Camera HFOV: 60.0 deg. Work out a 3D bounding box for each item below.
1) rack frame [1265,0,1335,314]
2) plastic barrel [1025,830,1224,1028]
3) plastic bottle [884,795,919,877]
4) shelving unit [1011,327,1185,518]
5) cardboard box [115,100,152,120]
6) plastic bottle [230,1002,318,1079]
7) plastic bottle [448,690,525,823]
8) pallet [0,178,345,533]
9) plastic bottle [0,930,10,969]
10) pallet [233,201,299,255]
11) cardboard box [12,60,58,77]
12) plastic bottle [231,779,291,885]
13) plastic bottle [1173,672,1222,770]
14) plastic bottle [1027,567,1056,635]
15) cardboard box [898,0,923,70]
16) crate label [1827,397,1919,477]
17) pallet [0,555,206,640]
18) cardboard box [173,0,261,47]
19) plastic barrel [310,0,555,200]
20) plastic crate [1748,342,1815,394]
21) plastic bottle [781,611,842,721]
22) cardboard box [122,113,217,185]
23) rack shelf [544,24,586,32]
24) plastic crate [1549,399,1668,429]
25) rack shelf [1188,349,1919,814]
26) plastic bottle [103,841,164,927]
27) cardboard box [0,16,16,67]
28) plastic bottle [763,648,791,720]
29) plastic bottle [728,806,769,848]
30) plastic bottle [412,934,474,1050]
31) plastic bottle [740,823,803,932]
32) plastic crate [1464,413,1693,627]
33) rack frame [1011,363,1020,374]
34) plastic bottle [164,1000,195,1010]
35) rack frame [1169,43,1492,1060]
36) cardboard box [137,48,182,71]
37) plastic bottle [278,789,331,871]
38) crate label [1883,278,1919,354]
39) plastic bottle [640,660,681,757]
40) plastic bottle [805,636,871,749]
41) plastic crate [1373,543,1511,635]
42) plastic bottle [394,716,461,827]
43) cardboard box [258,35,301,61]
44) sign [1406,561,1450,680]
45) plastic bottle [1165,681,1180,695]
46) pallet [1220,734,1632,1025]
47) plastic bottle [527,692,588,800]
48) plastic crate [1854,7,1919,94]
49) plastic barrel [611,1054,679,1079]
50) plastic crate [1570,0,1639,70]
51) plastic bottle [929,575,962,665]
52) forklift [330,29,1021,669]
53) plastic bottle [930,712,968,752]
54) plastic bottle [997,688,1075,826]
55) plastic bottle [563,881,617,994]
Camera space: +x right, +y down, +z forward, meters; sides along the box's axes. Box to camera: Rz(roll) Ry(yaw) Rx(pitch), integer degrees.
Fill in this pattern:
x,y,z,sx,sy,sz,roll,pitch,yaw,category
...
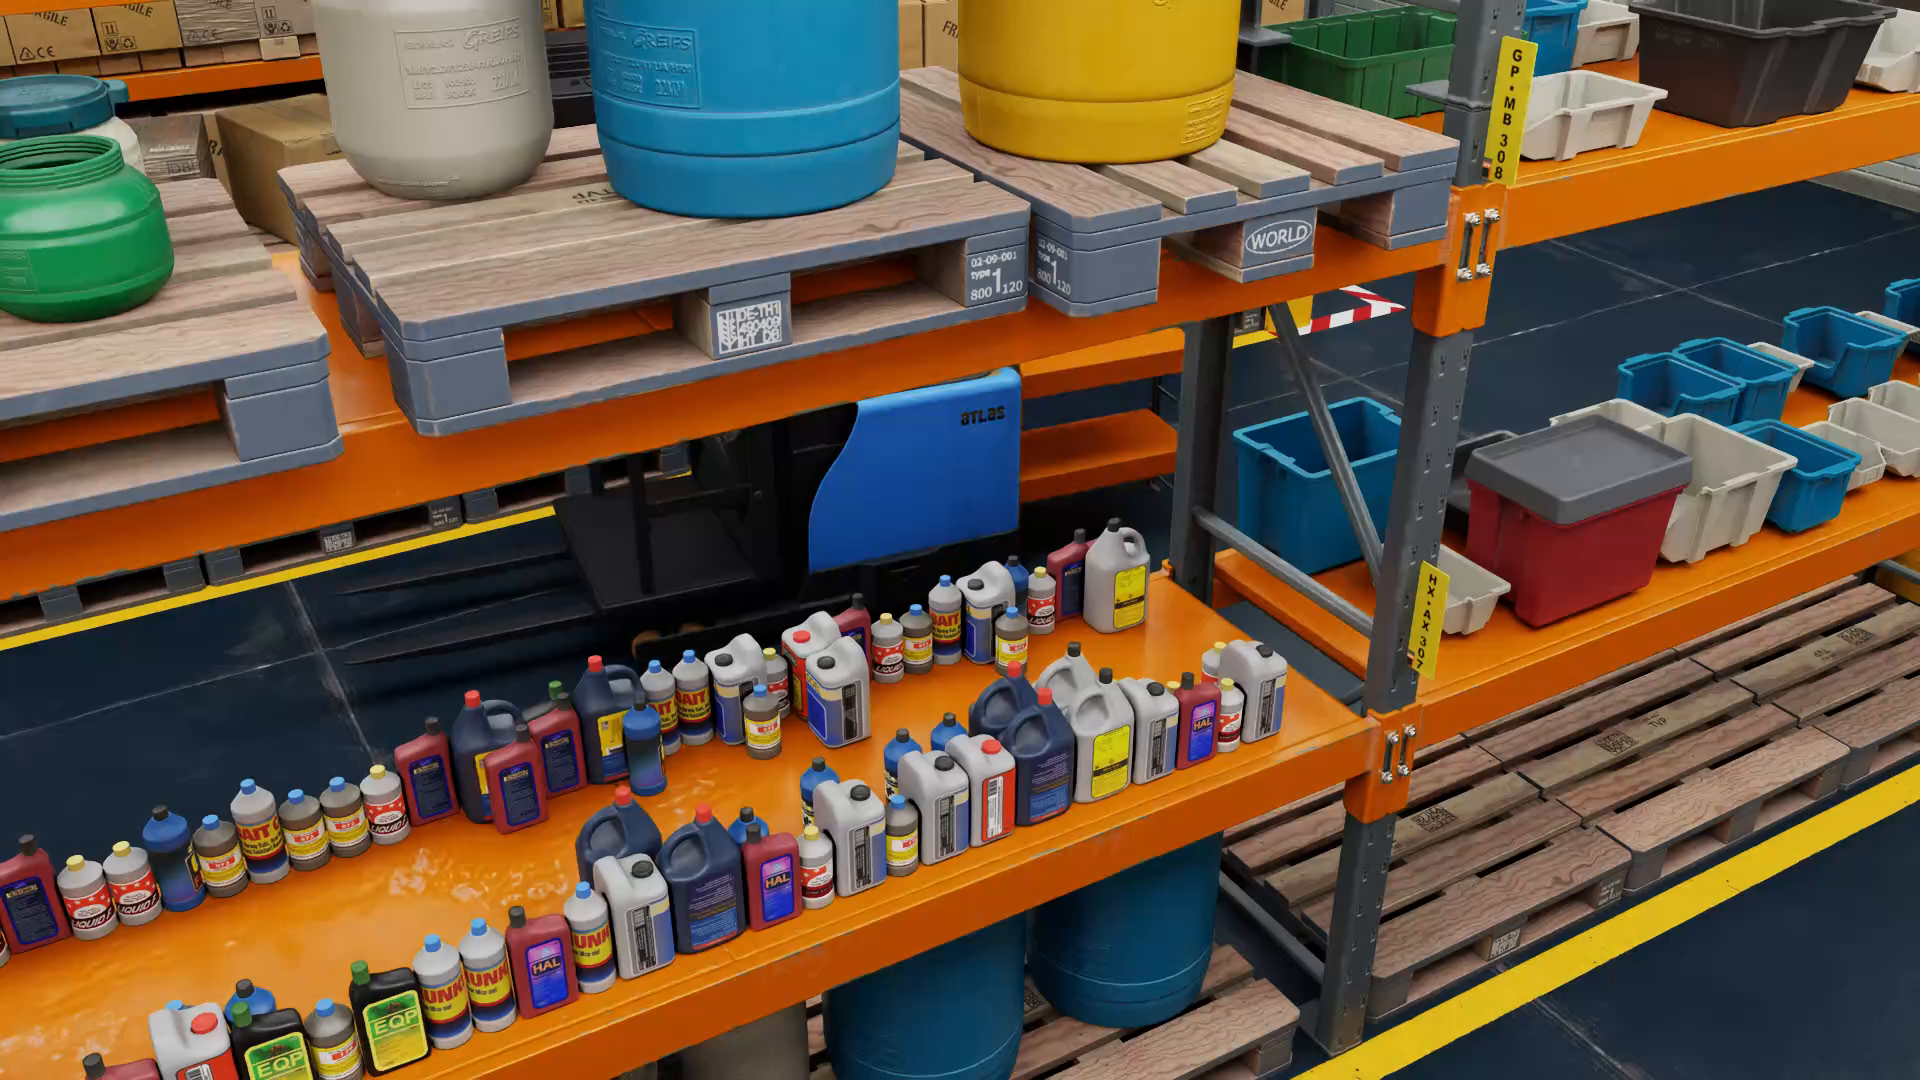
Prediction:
x,y,z,sx,sy,sz,roll,pitch,yaw,category
1.921,-2.934,10.462,0.127,3.000,1.000,-16,33,-26,rack frame
0.501,0.970,5.124,0.708,0.901,0.600,-16,33,-26,plastic barrel
-0.150,0.713,4.059,0.097,0.201,0.097,0,29,0,plastic bottle
0.629,-0.588,8.152,1.048,1.125,0.538,-12,31,-20,shelving unit
-6.031,-2.618,11.680,0.750,0.750,0.750,-16,33,-27,cardboard box
-1.396,1.041,3.379,0.133,0.283,0.061,-16,33,-26,plastic bottle
-1.194,0.532,4.232,0.185,0.351,0.144,-16,33,-26,plastic bottle
-1.761,-0.288,2.759,1.213,0.211,1.003,-16,33,-26,pallet
-2.229,0.878,3.760,0.097,0.201,0.097,0,29,0,plastic bottle
-3.302,-1.370,7.826,1.213,0.211,1.003,-16,33,-26,pallet
-6.221,-3.189,11.164,0.250,0.149,0.380,-15,32,-25,cardboard box
-1.694,0.696,4.018,0.097,0.271,0.097,0,29,0,plastic bottle
0.626,0.467,4.419,0.133,0.283,0.061,-16,33,-26,plastic bottle
0.241,0.177,5.030,0.097,0.201,0.097,0,29,0,plastic bottle
-0.535,-2.561,8.648,0.500,0.500,0.500,-17,33,-28,cardboard box
3.331,-0.362,6.013,0.243,0.136,0.396,-16,33,-26,crate label
-4.314,0.078,7.890,1.213,0.211,1.003,-16,33,-26,pallet
-5.183,-3.734,11.479,0.500,0.500,0.500,-16,33,-26,cardboard box
-1.018,-0.965,3.214,0.433,0.535,0.433,0,29,0,plastic barrel
3.144,-0.647,6.529,0.298,0.136,0.250,-16,33,-26,plastic crate
-0.412,0.345,4.649,0.135,0.276,0.152,-16,33,-26,plastic bottle
-3.606,-1.549,7.414,0.500,0.500,0.700,-10,30,-17,cardboard box
-2.316,-4.192,13.486,4.000,0.370,1.077,-16,33,-26,rack shelf
2.327,-0.353,5.996,0.466,0.136,0.293,-16,33,-26,plastic crate
2.703,-0.065,6.008,4.000,0.370,1.077,-16,33,-26,rack shelf
-1.946,0.798,3.905,0.097,0.201,0.097,0,29,0,plastic bottle
-6.485,-3.358,10.798,0.500,0.500,0.500,-15,32,-25,cardboard box
-0.526,0.395,4.636,0.097,0.201,0.097,0,29,0,plastic bottle
-0.495,0.747,3.926,0.097,0.271,0.097,0,29,0,plastic bottle
-1.107,0.954,3.549,0.097,0.271,0.097,0,29,0,plastic bottle
-0.440,0.770,3.871,0.133,0.283,0.061,-16,33,-26,plastic bottle
1.875,-0.059,5.124,0.583,0.464,0.402,-16,33,-26,plastic crate
0.162,-0.492,7.977,0.032,1.125,0.500,-12,31,-20,rack frame
-1.614,1.044,3.460,0.097,0.201,0.097,0,29,0,plastic bottle
0.978,0.109,4.947,0.127,3.000,1.000,-16,33,-26,rack frame
-5.541,-3.363,11.478,0.250,0.149,0.380,-15,32,-25,cardboard box
-1.610,0.703,4.078,0.097,0.201,0.097,0,29,0,plastic bottle
4.047,-0.899,6.886,0.303,0.233,0.416,-16,33,-26,crate label
-0.810,0.445,4.473,0.097,0.271,0.097,0,29,0,plastic bottle
-0.335,0.408,4.534,0.135,0.276,0.152,-16,33,-26,plastic bottle
1.452,0.144,5.095,0.243,0.136,0.396,-16,33,-26,plastic crate
-1.352,0.583,4.210,0.133,0.283,0.061,-16,33,-26,plastic bottle
-4.839,-3.510,11.746,0.250,0.149,0.380,-16,33,-26,cardboard box
1.255,0.218,4.464,0.005,0.325,0.100,-16,33,-26,sign
0.570,0.475,4.491,0.097,0.201,0.097,0,29,0,plastic bottle
1.593,1.134,5.976,1.213,0.211,1.003,-16,33,-26,pallet
-1.047,0.531,4.305,0.133,0.283,0.061,-16,33,-26,plastic bottle
2.771,-1.458,4.957,0.530,0.136,0.437,-16,33,-26,plastic crate
-1.084,1.557,4.385,0.708,0.588,0.600,-16,33,-26,plastic barrel
1.882,-1.558,5.138,0.466,0.136,0.293,-16,33,-26,plastic crate
-0.043,0.227,4.867,0.097,0.271,0.097,0,29,0,plastic bottle
-1.279,-1.012,7.050,3.031,2.935,1.130,-12,31,-20,forklift
-0.027,0.562,4.260,0.097,0.271,0.097,0,29,0,plastic bottle
0.192,0.538,4.222,0.185,0.351,0.144,-16,33,-26,plastic bottle
-0.824,0.874,3.695,0.097,0.271,0.097,0,29,0,plastic bottle
